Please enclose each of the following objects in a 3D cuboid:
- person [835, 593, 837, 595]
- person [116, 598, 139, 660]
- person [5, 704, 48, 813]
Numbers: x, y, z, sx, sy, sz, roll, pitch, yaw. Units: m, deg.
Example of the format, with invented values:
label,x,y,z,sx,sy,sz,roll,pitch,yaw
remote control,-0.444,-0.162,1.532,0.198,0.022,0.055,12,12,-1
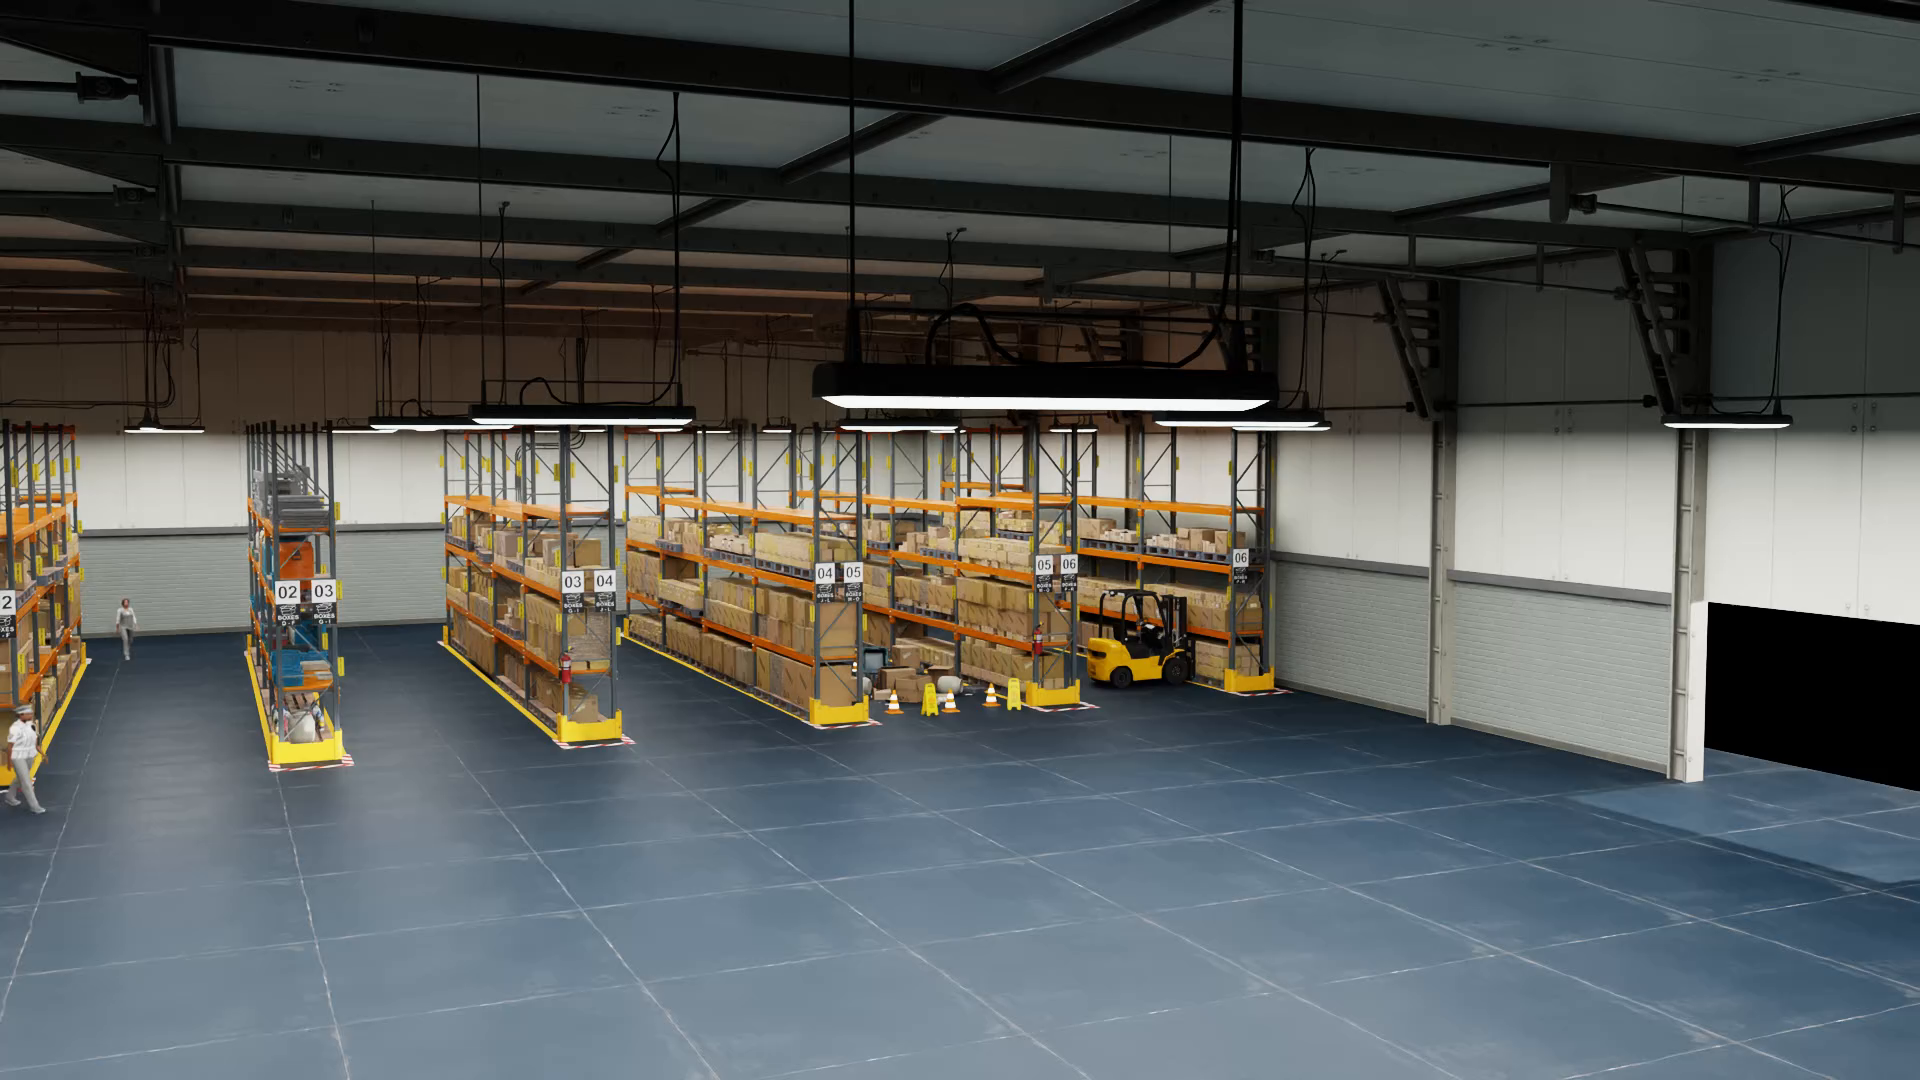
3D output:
label,x,y,z,sx,sy,sz,roll,pitch,yaw
person,-3.180,2.198,42.939,0.507,1.670,0.499,2,4,23
person,-21.362,2.261,42.623,0.480,1.555,0.899,-3,5,-41
person,-14.252,3.297,25.337,1.076,1.605,0.526,2,4,23
